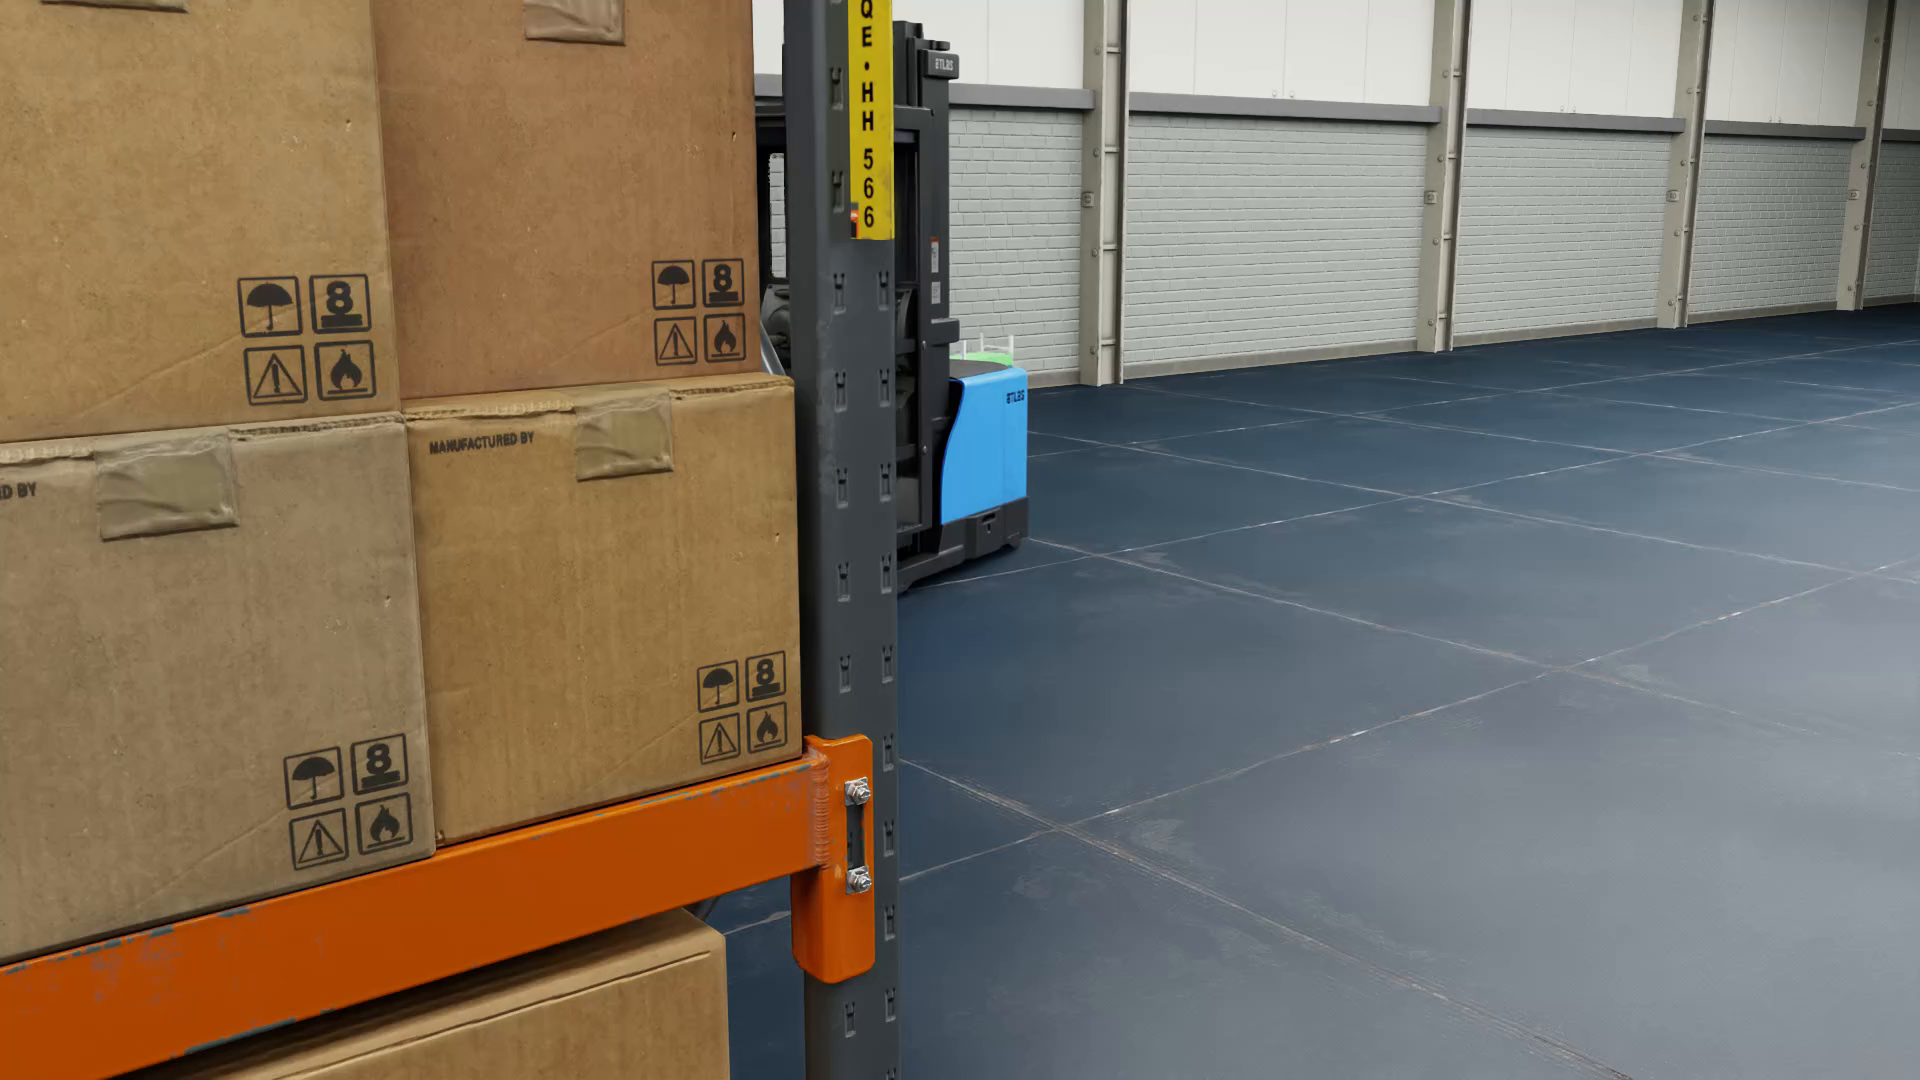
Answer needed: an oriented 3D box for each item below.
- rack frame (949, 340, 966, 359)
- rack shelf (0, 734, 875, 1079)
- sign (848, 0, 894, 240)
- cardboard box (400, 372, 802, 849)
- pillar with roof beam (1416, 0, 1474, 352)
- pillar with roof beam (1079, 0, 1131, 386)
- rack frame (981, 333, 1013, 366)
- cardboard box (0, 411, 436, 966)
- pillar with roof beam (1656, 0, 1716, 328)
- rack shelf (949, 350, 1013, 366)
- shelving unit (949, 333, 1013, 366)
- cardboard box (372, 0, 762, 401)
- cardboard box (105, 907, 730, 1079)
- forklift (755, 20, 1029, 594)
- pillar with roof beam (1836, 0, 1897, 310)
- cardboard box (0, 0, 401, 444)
[{"bbox_3d":[-0.065,-0.628,10.199,0.240,1.200,0.015,9,15,37],"label":"rack frame"},{"bbox_3d":[-2.010,0.640,1.626,4.000,0.370,1.077,-9,15,-38],"label":"rack shelf"},{"bbox_3d":[-0.120,-0.564,2.206,0.005,0.325,0.100,-9,15,-38],"label":"sign"},{"bbox_3d":[-0.710,0.011,2.497,0.550,0.550,0.875,-9,15,-38],"label":"cardboard box"},{"bbox_3d":[8.915,-6.194,17.633,0.400,9.000,9.100,-9,15,-38],"label":"pillar with roof beam"},{"bbox_3d":[4.230,-5.415,13.966,0.400,9.000,9.100,-9,15,-38],"label":"pillar with roof beam"},{"bbox_3d":[0.232,-0.709,10.578,0.240,1.200,0.015,9,15,37],"label":"rack frame"},{"bbox_3d":[-1.125,0.085,2.144,0.550,0.550,0.875,-9,15,-38],"label":"cardboard box"},{"bbox_3d":[13.600,-6.972,21.299,0.400,9.000,9.100,-9,15,-38],"label":"pillar with roof beam"},{"bbox_3d":[0.083,-1.076,10.302,0.258,0.148,0.480,9,15,37],"label":"rack shelf"},{"bbox_3d":[0.083,-0.669,10.389,0.258,1.200,0.503,9,15,37],"label":"shelving unit"},{"bbox_3d":[-0.762,-0.531,2.449,0.550,0.550,0.875,-9,15,-38],"label":"cardboard box"},{"bbox_3d":[-0.936,0.961,2.486,0.875,0.875,0.875,-9,15,-37],"label":"cardboard box"},{"bbox_3d":[-0.770,-1.187,8.664,1.130,2.935,3.031,7,14,30],"label":"forklift"},{"bbox_3d":[18.285,-7.751,24.966,0.400,9.000,9.100,-9,15,-38],"label":"pillar with roof beam"},{"bbox_3d":[-1.134,-0.445,2.042,0.550,0.550,0.875,-9,15,-38],"label":"cardboard box"}]
